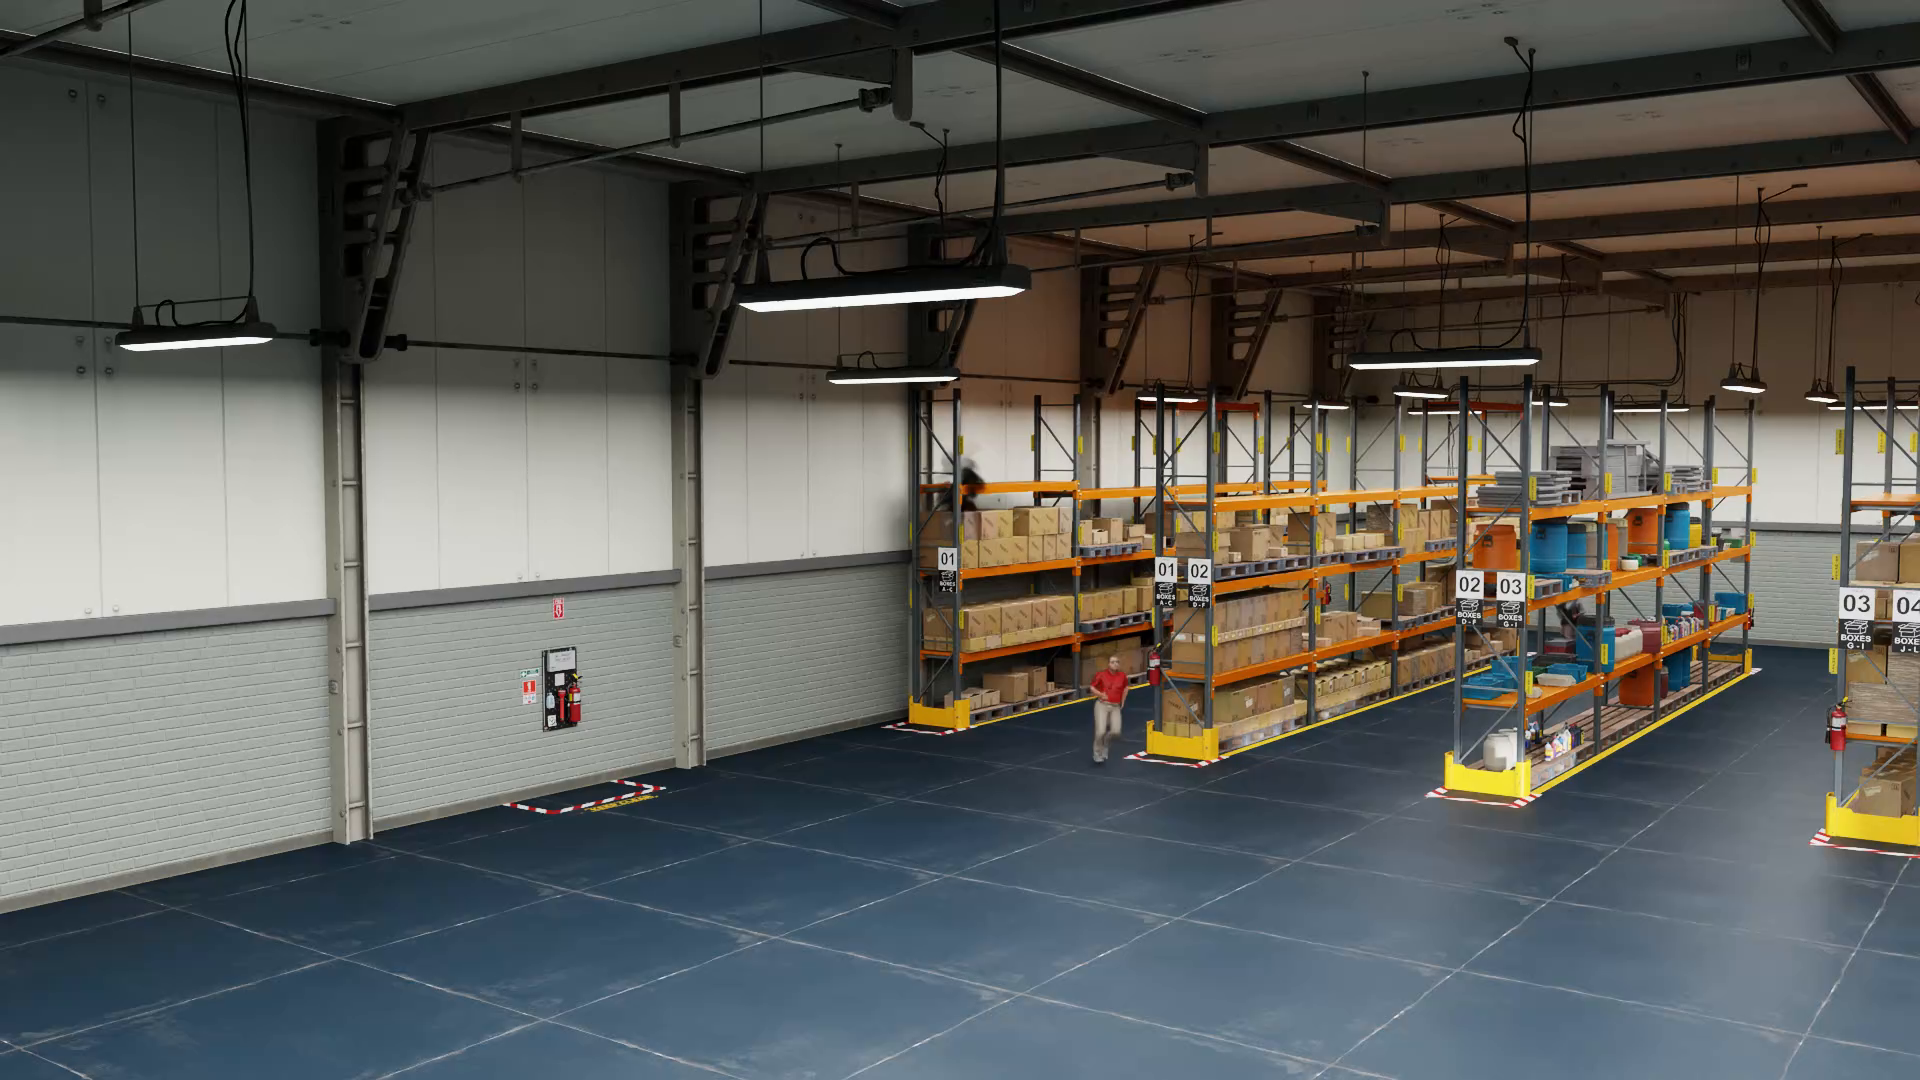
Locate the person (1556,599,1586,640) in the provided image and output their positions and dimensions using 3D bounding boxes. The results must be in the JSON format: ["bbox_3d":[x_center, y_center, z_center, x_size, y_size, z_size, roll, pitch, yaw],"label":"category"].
[{"bbox_3d":[14.027,1.977,38.224,0.671,1.729,0.856,2,4,26],"label":"person"}]

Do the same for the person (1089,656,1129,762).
[{"bbox_3d":[2.391,2.667,26.223,0.676,1.669,0.596,-1,3,-10],"label":"person"}]
